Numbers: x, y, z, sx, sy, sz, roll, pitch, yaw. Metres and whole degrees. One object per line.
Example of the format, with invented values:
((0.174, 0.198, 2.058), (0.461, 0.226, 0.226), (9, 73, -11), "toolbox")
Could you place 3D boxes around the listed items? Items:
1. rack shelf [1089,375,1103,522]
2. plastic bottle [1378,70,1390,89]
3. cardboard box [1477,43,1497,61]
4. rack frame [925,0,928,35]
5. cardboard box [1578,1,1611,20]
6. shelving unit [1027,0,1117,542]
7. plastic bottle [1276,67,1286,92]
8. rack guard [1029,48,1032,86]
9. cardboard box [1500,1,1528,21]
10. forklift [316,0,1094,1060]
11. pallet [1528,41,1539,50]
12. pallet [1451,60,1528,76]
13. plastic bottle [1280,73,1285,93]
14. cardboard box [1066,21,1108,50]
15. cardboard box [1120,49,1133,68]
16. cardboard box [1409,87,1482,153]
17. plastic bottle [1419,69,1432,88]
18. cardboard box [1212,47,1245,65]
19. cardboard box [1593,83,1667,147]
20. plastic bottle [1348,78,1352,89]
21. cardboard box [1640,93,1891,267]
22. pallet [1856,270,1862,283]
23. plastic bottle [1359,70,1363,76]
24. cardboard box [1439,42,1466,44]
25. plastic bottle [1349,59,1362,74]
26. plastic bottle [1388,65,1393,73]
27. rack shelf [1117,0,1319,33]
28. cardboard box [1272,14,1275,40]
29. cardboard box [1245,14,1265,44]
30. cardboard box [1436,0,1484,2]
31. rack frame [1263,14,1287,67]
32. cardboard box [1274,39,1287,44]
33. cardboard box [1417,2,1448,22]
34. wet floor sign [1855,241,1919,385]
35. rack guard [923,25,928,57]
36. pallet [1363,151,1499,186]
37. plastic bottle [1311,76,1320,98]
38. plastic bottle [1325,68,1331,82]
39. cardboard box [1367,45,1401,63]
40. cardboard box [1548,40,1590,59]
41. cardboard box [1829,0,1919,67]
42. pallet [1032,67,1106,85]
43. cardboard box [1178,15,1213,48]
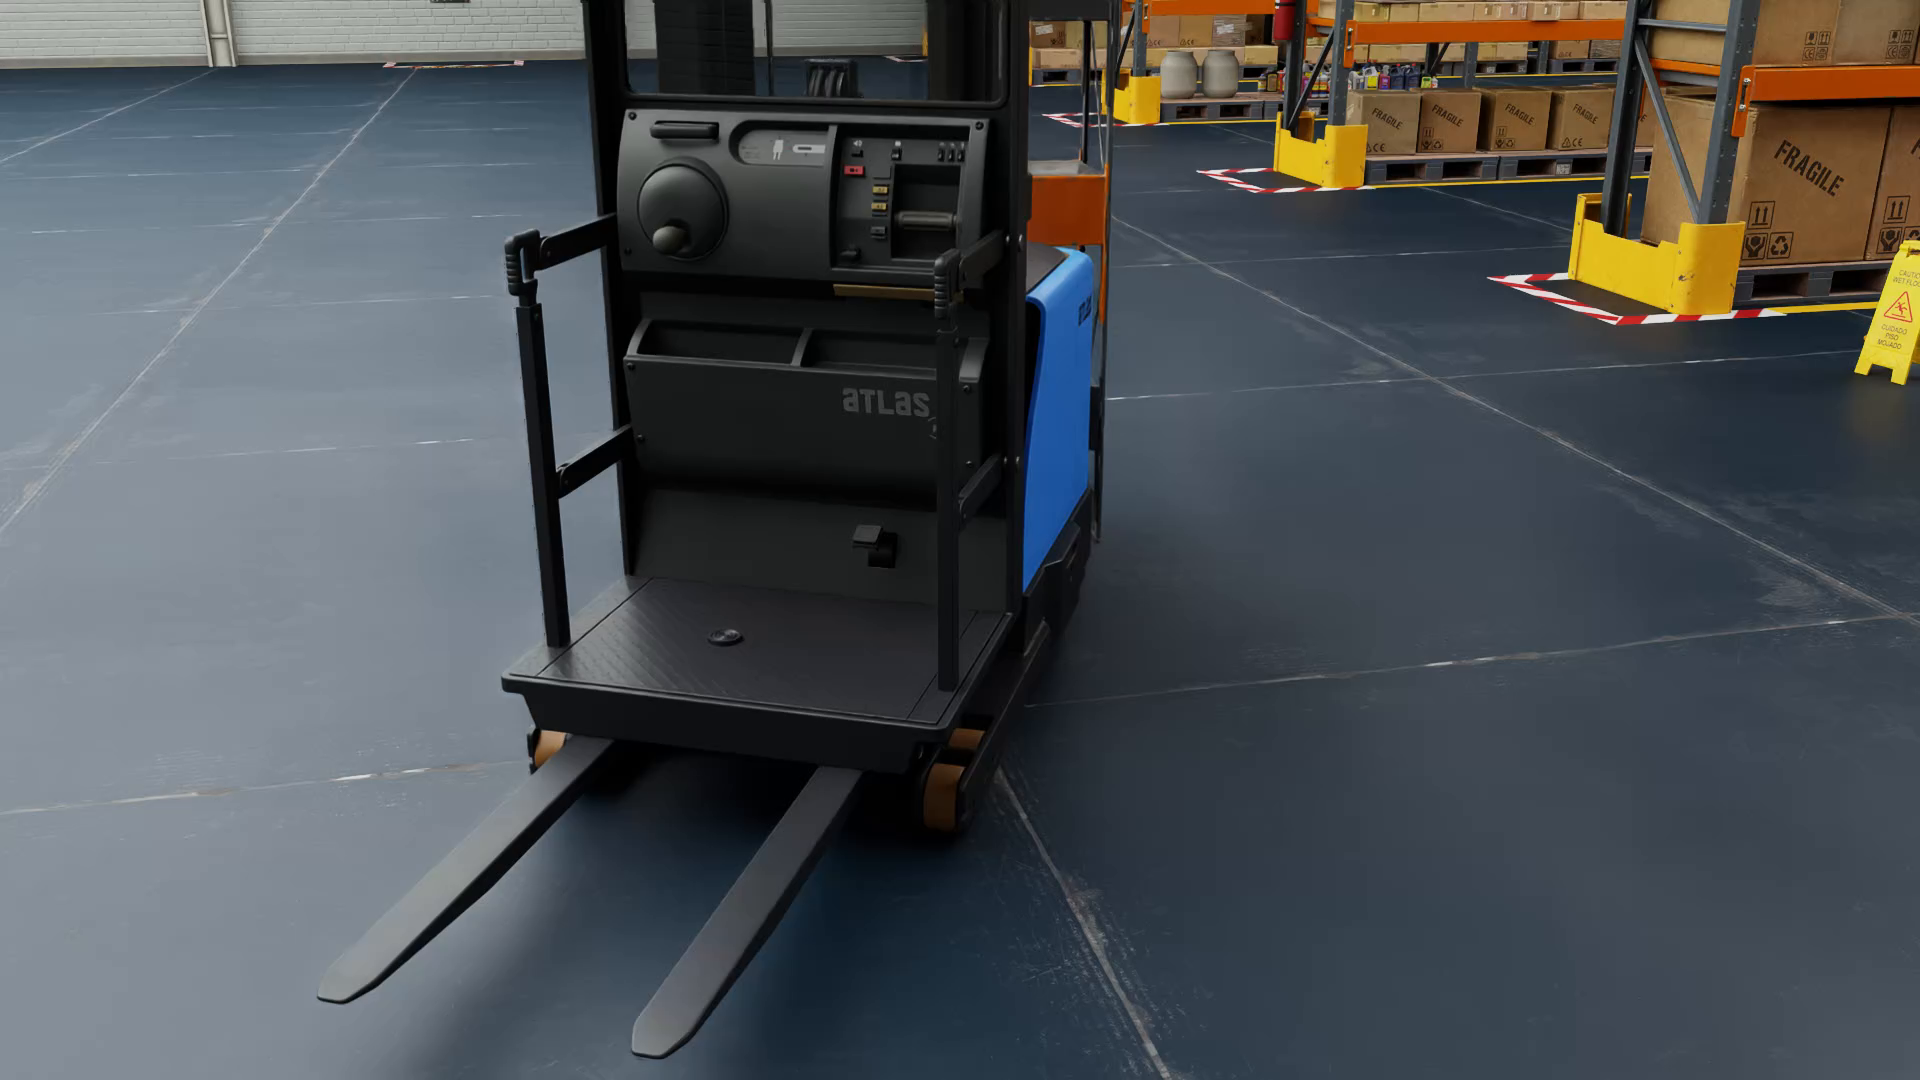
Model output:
((0.213, -0.364, 5.832), (0.480, 0.518, 0.431), (-3, 20, -8), "rack shelf")
((4.860, -5.240, 19.067), (0.133, 0.283, 0.061), (-3, 20, -9), "plastic bottle")
((7.555, -7.214, 24.534), (0.500, 0.250, 0.500), (-5, 21, -13), "cardboard box")
((-0.417, -9.498, 27.381), (0.127, 3.000, 1.000), (-5, 21, -12), "rack frame")
((5.291, -4.493, 14.084), (0.250, 0.149, 0.380), (-5, 21, -12), "cardboard box")
((0.213, -1.035, 5.586), (0.503, 2.100, 0.431), (-3, 20, -8), "shelving unit")
((3.801, -5.412, 19.548), (0.135, 0.276, 0.152), (-4, 21, -12), "plastic bottle")
((0.703, -6.664, 23.280), (0.348, 0.500, 1.175), (-5, 21, -12), "rack guard")
((4.550, -4.450, 13.966), (0.250, 0.149, 0.380), (-5, 21, -12), "cardboard box")
((-0.439, -0.830, 3.820), (1.130, 2.935, 3.031), (5, 21, 14), "forklift")
((10.528, -9.052, 30.218), (1.213, 0.211, 1.003), (-5, 21, -12), "pallet")
((7.702, -7.112, 24.922), (1.213, 0.211, 1.003), (-5, 21, -12), "pallet")
((3.826, -5.380, 19.450), (0.133, 0.283, 0.061), (-5, 21, -12), "plastic bottle")
((1.786, -7.106, 23.150), (0.500, 0.500, 0.500), (-5, 21, -12), "cardboard box")
((2.272, -6.794, 23.388), (0.500, 0.250, 0.500), (-5, 21, -12), "cardboard box")
((4.188, -3.650, 14.440), (0.500, 0.500, 0.500), (1, 20, 2), "cardboard box")
((5.363, -5.281, 19.179), (0.133, 0.283, 0.061), (-4, 20, -10), "plastic bottle")
((3.730, -6.916, 23.722), (0.500, 0.250, 0.500), (-5, 21, -12), "cardboard box")
((5.941, -3.798, 14.844), (0.500, 0.500, 0.500), (2, 20, 5), "cardboard box")
((4.427, -5.172, 19.003), (0.097, 0.201, 0.097), (0, 20, 0), "plastic bottle")
((4.690, -2.131, 9.749), (0.875, 0.875, 0.875), (-5, 21, -12), "cardboard box")
((5.991, -1.731, 10.233), (1.213, 0.211, 1.003), (-5, 21, -12), "pallet")
((4.646, -5.273, 19.159), (0.133, 0.283, 0.061), (-5, 21, -12), "plastic bottle")
((7.063, -7.436, 24.326), (0.500, 0.311, 0.500), (-5, 21, -13), "cardboard box")
((4.691, -5.521, 19.737), (0.185, 0.351, 0.144), (-6, 21, -15), "plastic bottle")
((5.061, -5.480, 19.724), (0.133, 0.283, 0.061), (-5, 21, -12), "plastic bottle")
((3.809, -6.002, 18.884), (4.000, 0.370, 1.077), (-5, 21, -12), "rack shelf")
((5.186, -8.996, 29.005), (0.500, 0.500, 0.700), (-4, 21, -12), "cardboard box")
((4.096, -7.483, 24.178), (0.500, 0.500, 0.500), (-5, 21, -12), "cardboard box")
((4.003, -4.824, 14.046), (0.500, 0.500, 0.875), (-5, 21, -12), "cardboard box")
((4.620, -8.156, 23.720), (0.127, 3.000, 1.000), (-5, 21, -12), "rack frame")
((4.948, -7.454, 24.374), (0.500, 0.311, 0.500), (-5, 21, -12), "cardboard box")
((3.829, -4.377, 13.766), (0.250, 0.149, 0.380), (-5, 21, -12), "cardboard box")
((4.473, -1.085, 7.838), (0.232, 0.644, 0.267), (-8, 22, -22), "wet floor sign")
((-0.343, -8.330, 27.828), (0.348, 0.500, 1.175), (-5, 21, -12), "rack guard")
((3.875, -3.273, 14.442), (1.213, 0.211, 1.003), (-5, 21, -12), "pallet")
((4.033, -5.173, 18.903), (0.097, 0.271, 0.097), (0, 20, 0), "plastic bottle")
((4.336, -5.405, 19.528), (0.135, 0.276, 0.152), (-5, 21, -12), "plastic bottle")
((6.070, -7.093, 24.205), (0.500, 0.250, 0.500), (-5, 21, -14), "cardboard box")
((9.021, -7.446, 24.776), (0.500, 0.500, 0.500), (-4, 20, -10), "cardboard box")
((4.927, -3.021, 9.483), (0.550, 0.550, 0.875), (-5, 21, -12), "cardboard box")
((1.461, -6.605, 23.539), (1.213, 0.211, 1.003), (-5, 21, -12), "pallet")
((3.244, -7.228, 23.483), (0.500, 0.500, 0.500), (-5, 21, -12), "cardboard box")
